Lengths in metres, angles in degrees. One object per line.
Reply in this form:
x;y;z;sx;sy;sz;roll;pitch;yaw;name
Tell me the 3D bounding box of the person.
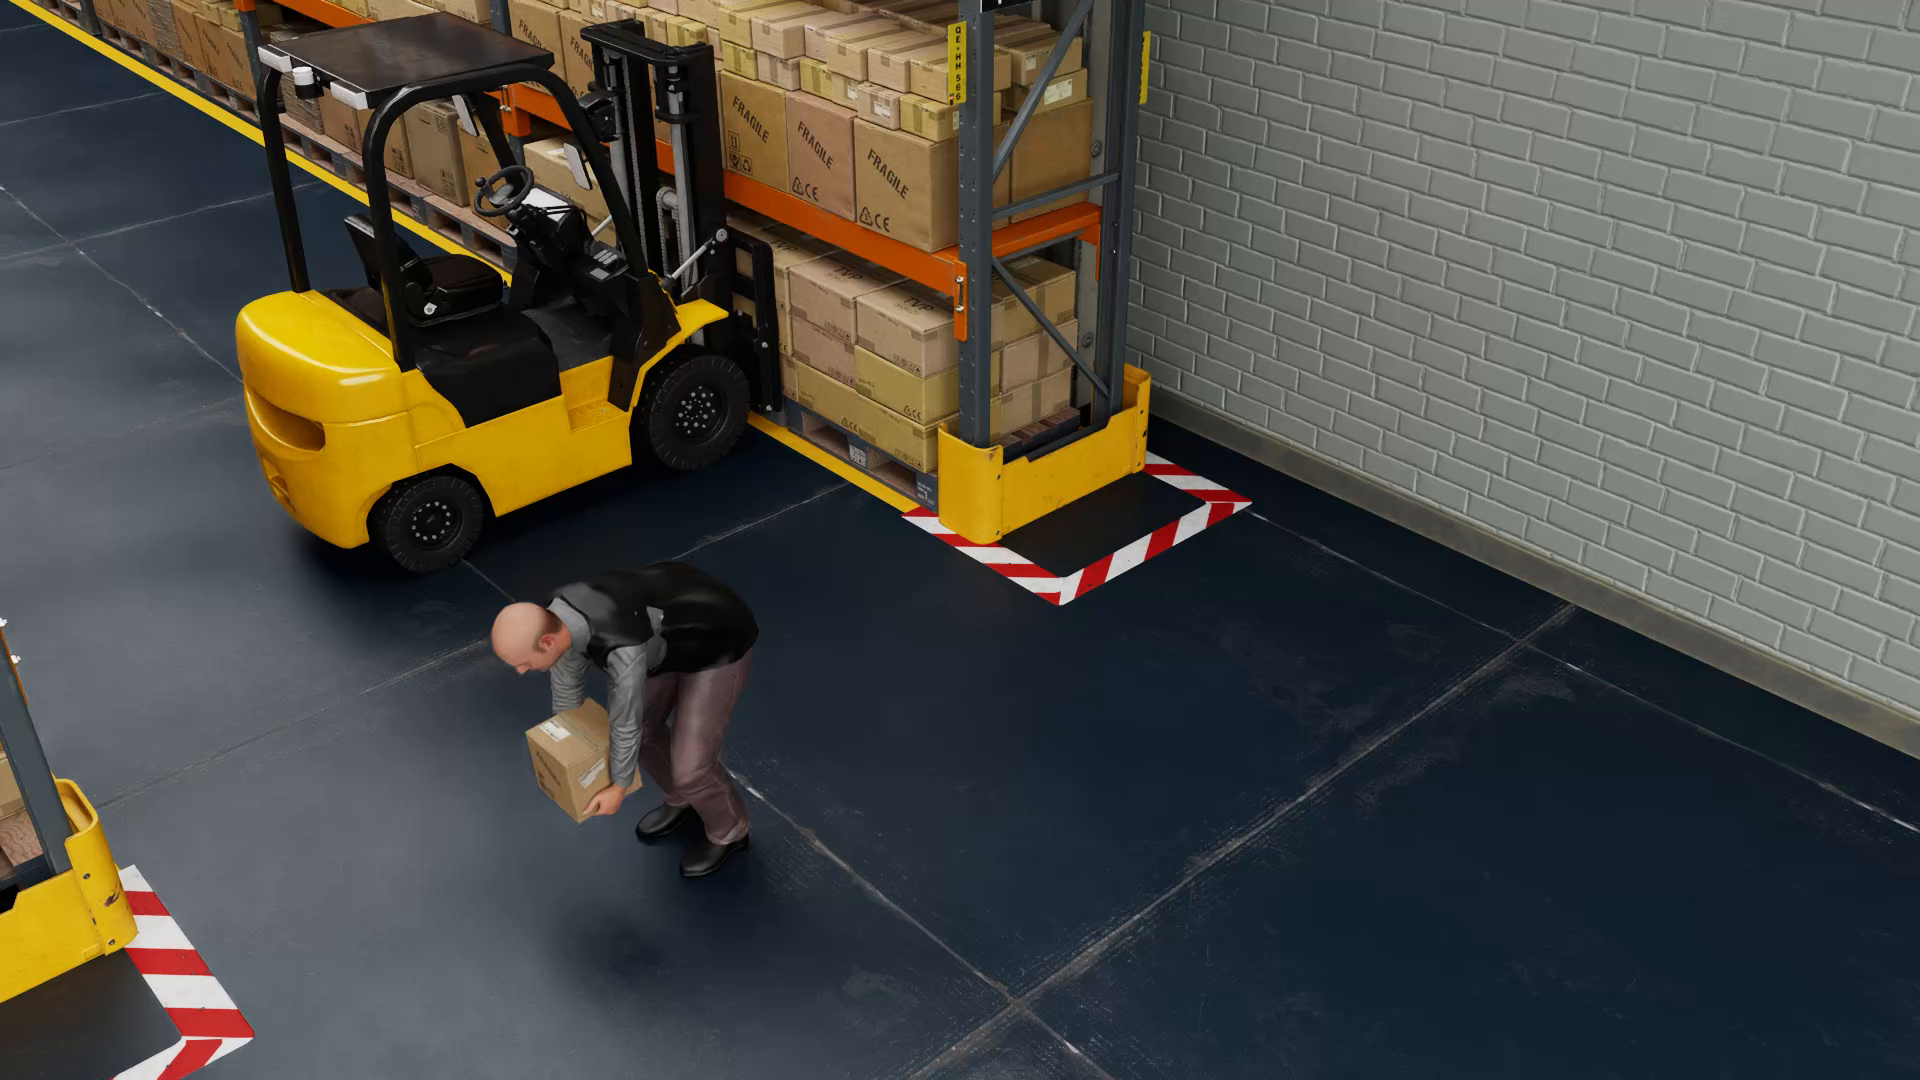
-1.091;0.614;5.591;0.907;1.271;0.475;-27;41;-37;person
